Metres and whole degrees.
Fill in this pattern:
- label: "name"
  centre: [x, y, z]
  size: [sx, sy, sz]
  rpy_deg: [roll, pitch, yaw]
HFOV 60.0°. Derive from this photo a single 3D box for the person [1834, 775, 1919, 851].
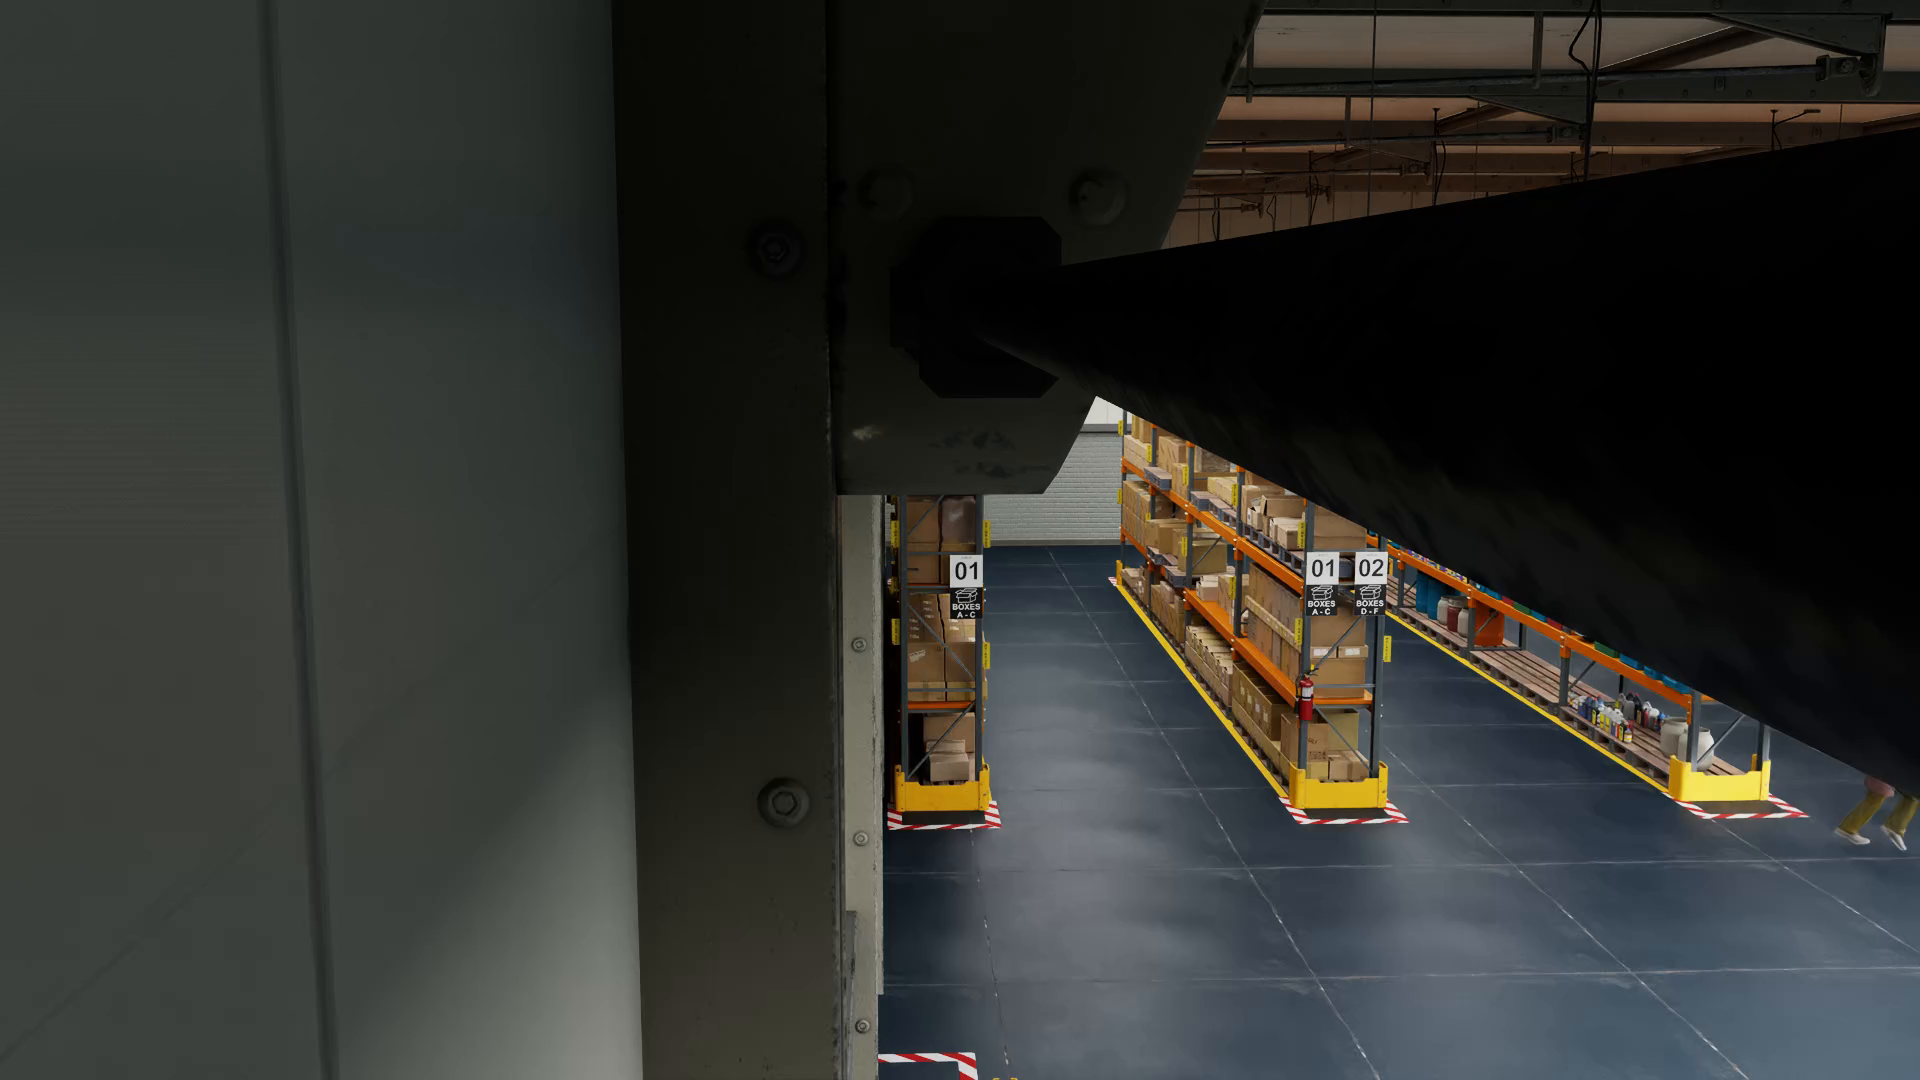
- label: "person"
  centre: [10.605, 2.669, 19.012]
  size: [0.962, 1.807, 0.728]
  rpy_deg: [5, 10, 32]
